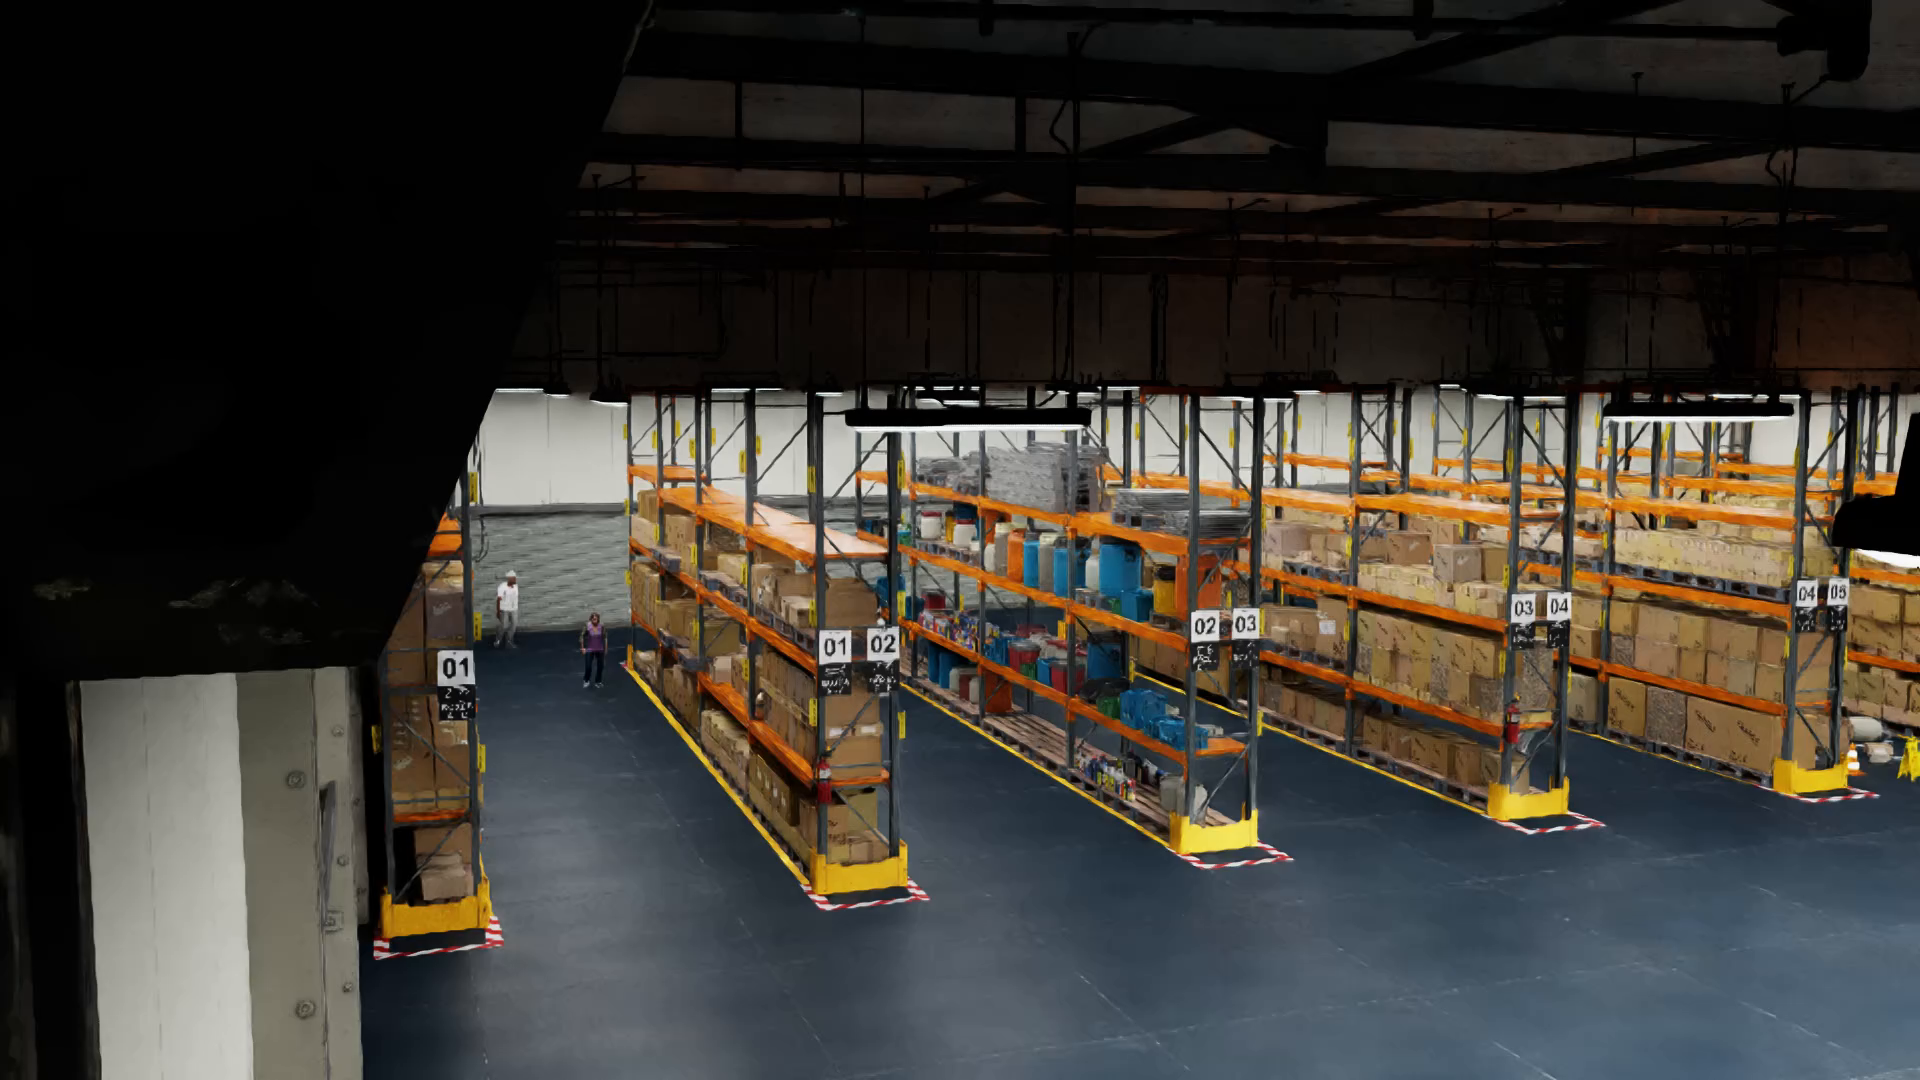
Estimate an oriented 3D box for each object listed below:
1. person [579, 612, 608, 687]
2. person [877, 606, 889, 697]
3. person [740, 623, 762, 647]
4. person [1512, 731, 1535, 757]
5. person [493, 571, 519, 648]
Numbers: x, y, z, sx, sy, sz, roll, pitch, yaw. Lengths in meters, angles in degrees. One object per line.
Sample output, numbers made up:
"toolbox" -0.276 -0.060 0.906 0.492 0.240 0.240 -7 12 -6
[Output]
"person" -7.248 2.175 32.929 0.566 1.541 0.519 -2 6 -22
"person" -1.622 2.114 32.120 0.551 1.784 0.638 0 6 -1
"person" -4.292 1.863 35.051 0.591 1.716 1.042 -2 6 -20
"person" 9.164 2.754 27.000 0.625 1.611 0.582 -2 6 -20
"person" -10.290 1.572 37.721 0.577 1.754 0.608 4 7 35
